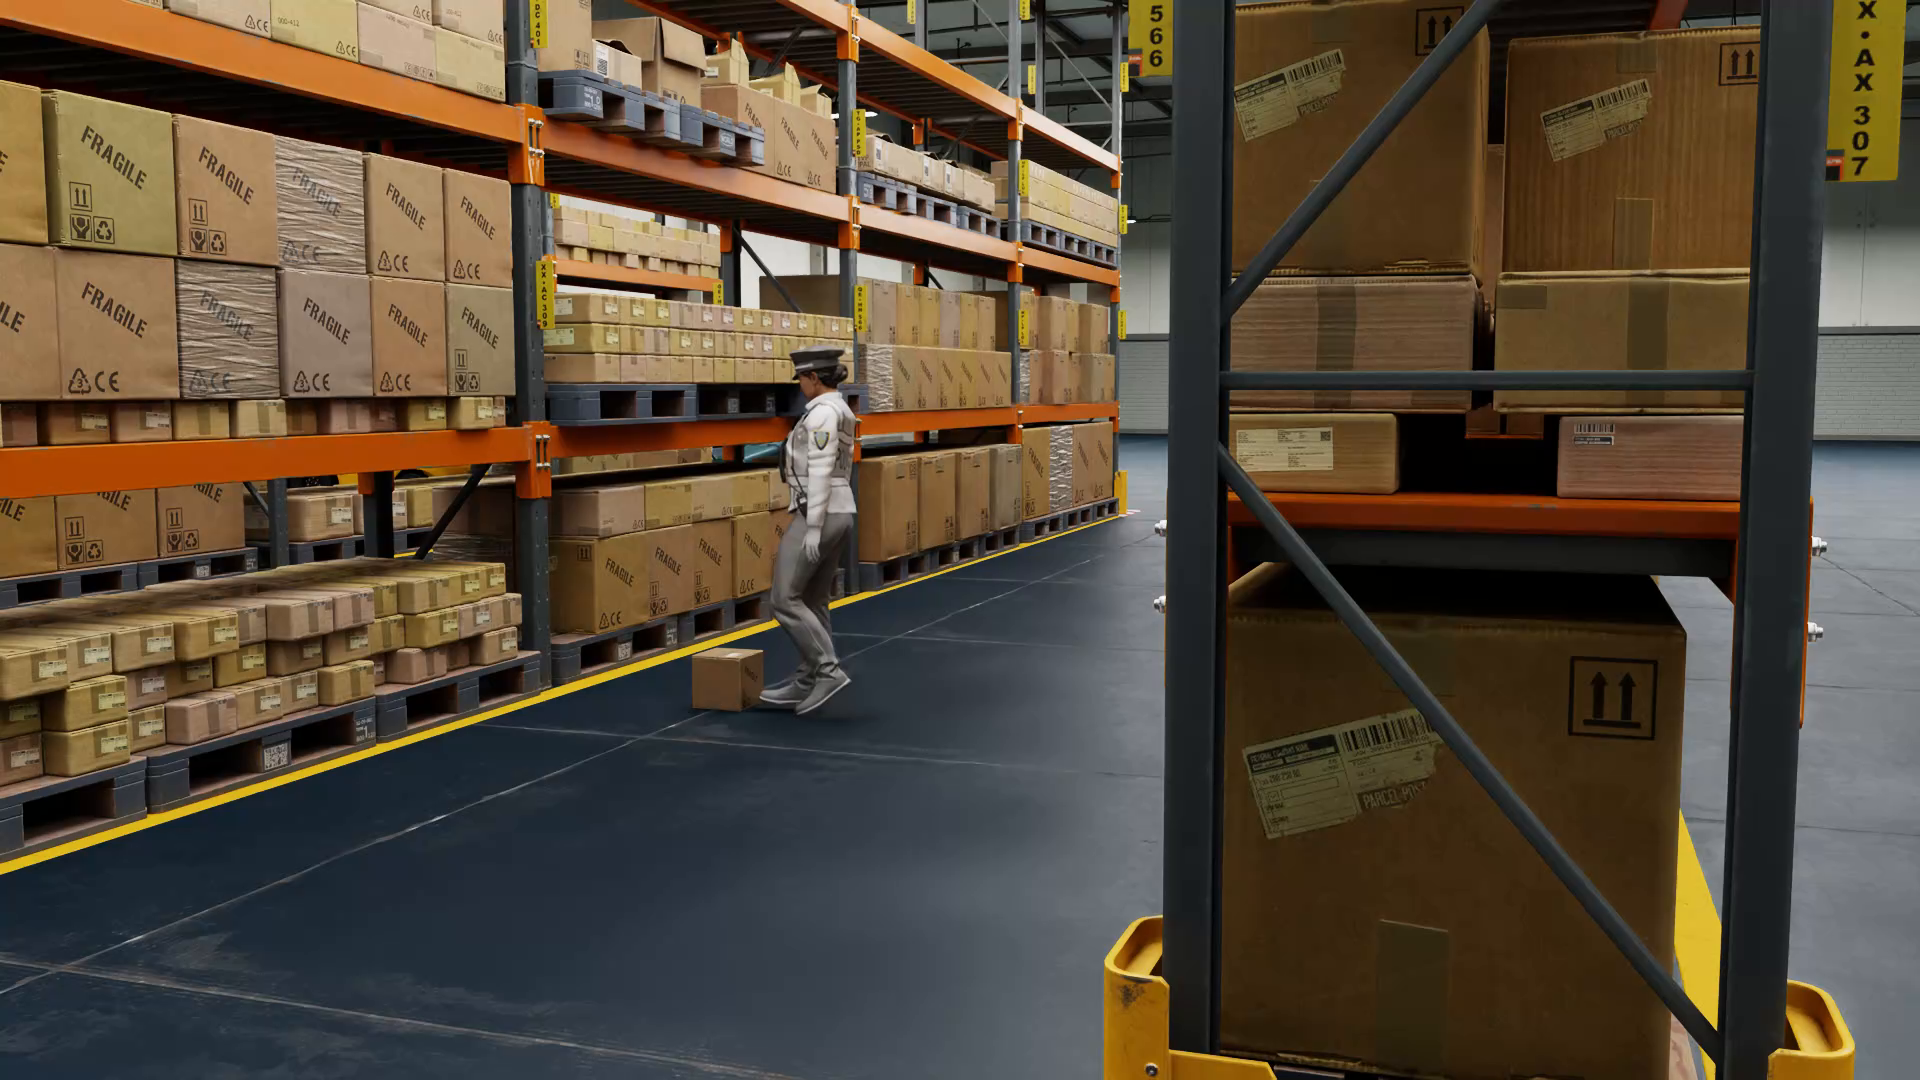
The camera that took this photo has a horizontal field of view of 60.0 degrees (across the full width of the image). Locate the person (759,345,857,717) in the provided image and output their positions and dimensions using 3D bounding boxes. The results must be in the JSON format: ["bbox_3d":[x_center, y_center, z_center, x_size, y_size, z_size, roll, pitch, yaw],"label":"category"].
[{"bbox_3d":[-0.700,-0.055,7.602,0.484,1.667,0.516,1,5,10],"label":"person"}]
